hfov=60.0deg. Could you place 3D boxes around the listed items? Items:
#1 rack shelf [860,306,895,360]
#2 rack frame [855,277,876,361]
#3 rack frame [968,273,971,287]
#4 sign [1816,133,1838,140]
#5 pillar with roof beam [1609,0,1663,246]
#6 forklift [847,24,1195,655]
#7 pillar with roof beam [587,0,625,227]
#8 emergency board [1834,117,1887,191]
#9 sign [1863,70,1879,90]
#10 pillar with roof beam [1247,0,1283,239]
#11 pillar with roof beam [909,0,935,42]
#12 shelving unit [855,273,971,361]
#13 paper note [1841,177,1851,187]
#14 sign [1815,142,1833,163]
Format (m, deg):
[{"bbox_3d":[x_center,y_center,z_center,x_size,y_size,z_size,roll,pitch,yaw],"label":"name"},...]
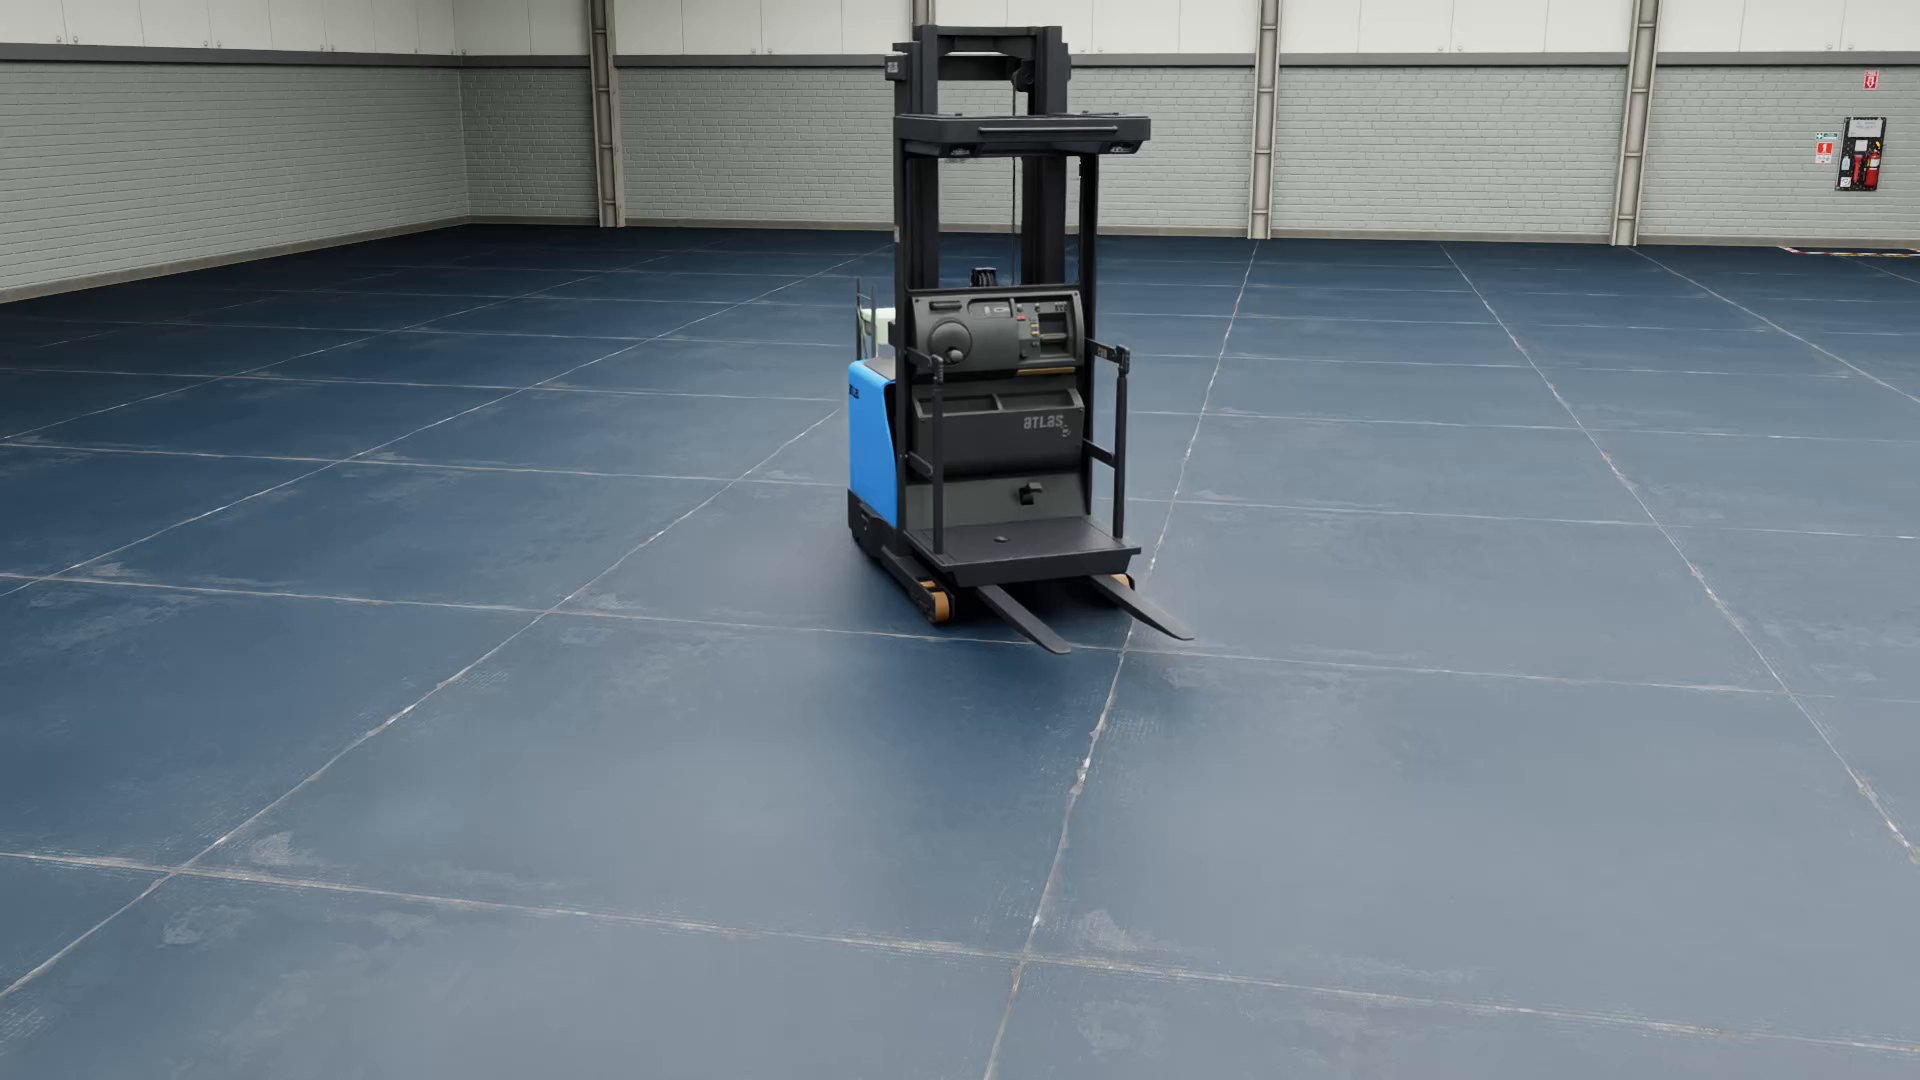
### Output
[{"bbox_3d":[-0.225,-1.245,10.215,0.720,0.370,0.431,-5,16,-18],"label":"rack shelf"},{"bbox_3d":[-0.572,-0.838,10.208,0.023,1.500,0.400,-5,16,-18],"label":"rack frame"},{"bbox_3d":[0.122,-0.900,10.431,0.023,1.500,0.400,-5,16,-18],"label":"rack frame"},{"bbox_3d":[14.046,-6.545,26.942,0.331,0.109,0.001,3,16,11],"label":"sign"},{"bbox_3d":[10.241,-8.162,22.599,0.400,9.000,9.100,3,16,11],"label":"pillar with roof beam"},{"bbox_3d":[0.273,-1.107,8.500,1.130,2.935,3.031,-5,16,-18],"label":"forklift"},{"bbox_3d":[-7.398,-9.119,26.056,0.400,9.000,9.100,3,16,11],"label":"pillar with roof beam"},{"bbox_3d":[14.565,-6.219,26.823,0.643,1.169,0.194,3,16,11],"label":"emergency board"},{"bbox_3d":[14.577,-7.362,26.610,0.199,0.298,0.001,3,16,11],"label":"sign"},{"bbox_3d":[4.362,-8.481,23.751,0.400,9.000,9.100,3,16,11],"label":"pillar with roof beam"},{"bbox_3d":[-1.518,-8.800,24.903,0.400,9.000,9.100,3,16,11],"label":"pillar with roof beam"},{"bbox_3d":[-0.225,-0.869,10.319,0.755,1.500,0.431,-5,16,-18],"label":"shelving unit"},{"bbox_3d":[14.405,-5.822,27.040,0.142,0.148,0.016,3,16,11],"label":"paper note"},{"bbox_3d":[14.044,-6.292,27.022,0.234,0.329,0.001,3,16,11],"label":"sign"}]
